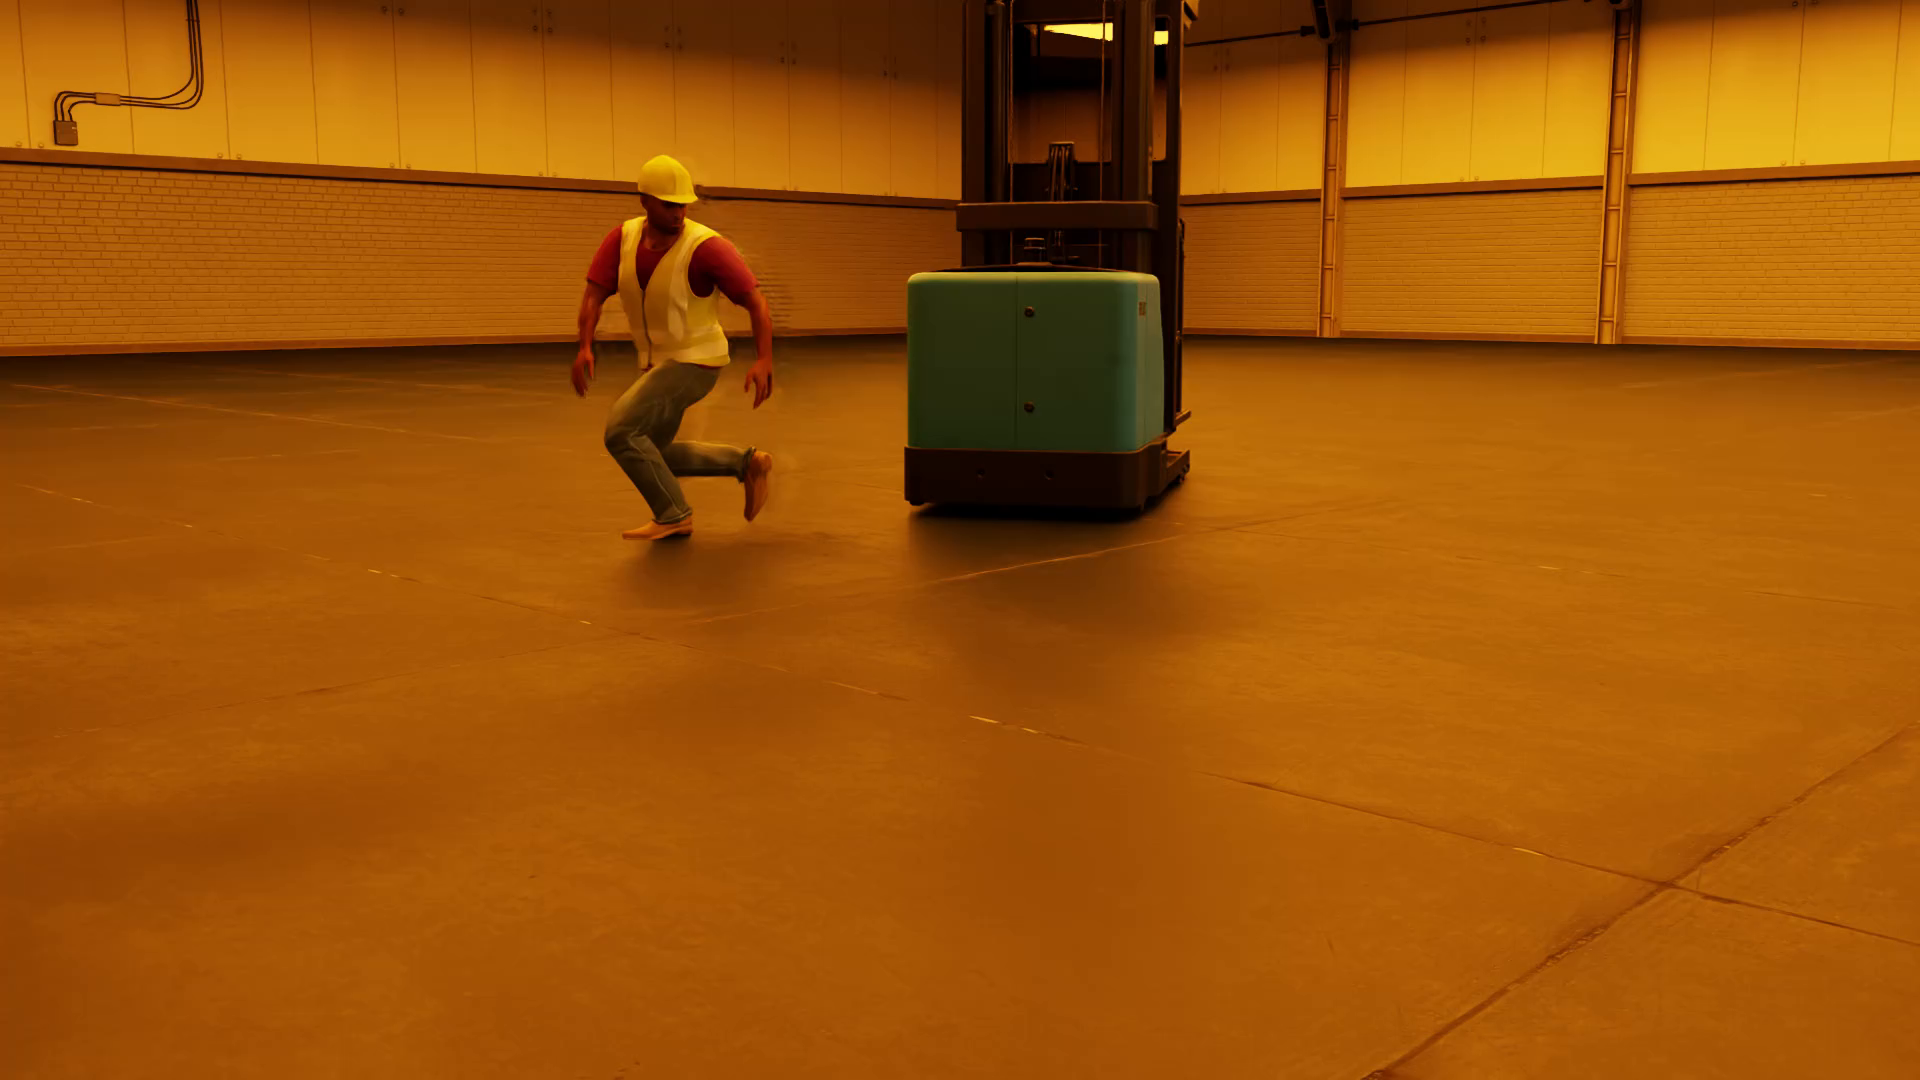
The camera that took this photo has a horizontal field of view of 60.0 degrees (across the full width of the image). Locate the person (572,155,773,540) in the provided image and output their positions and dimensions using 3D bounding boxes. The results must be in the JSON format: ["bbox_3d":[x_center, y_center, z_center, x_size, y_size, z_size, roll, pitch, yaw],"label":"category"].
[{"bbox_3d":[-1.107,-0.762,6.744,0.833,1.542,0.680,-7,11,-39],"label":"person"}]

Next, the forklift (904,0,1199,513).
[{"bbox_3d":[0.605,-1.748,8.481,1.130,2.935,3.031,2,9,14],"label":"forklift"}]
